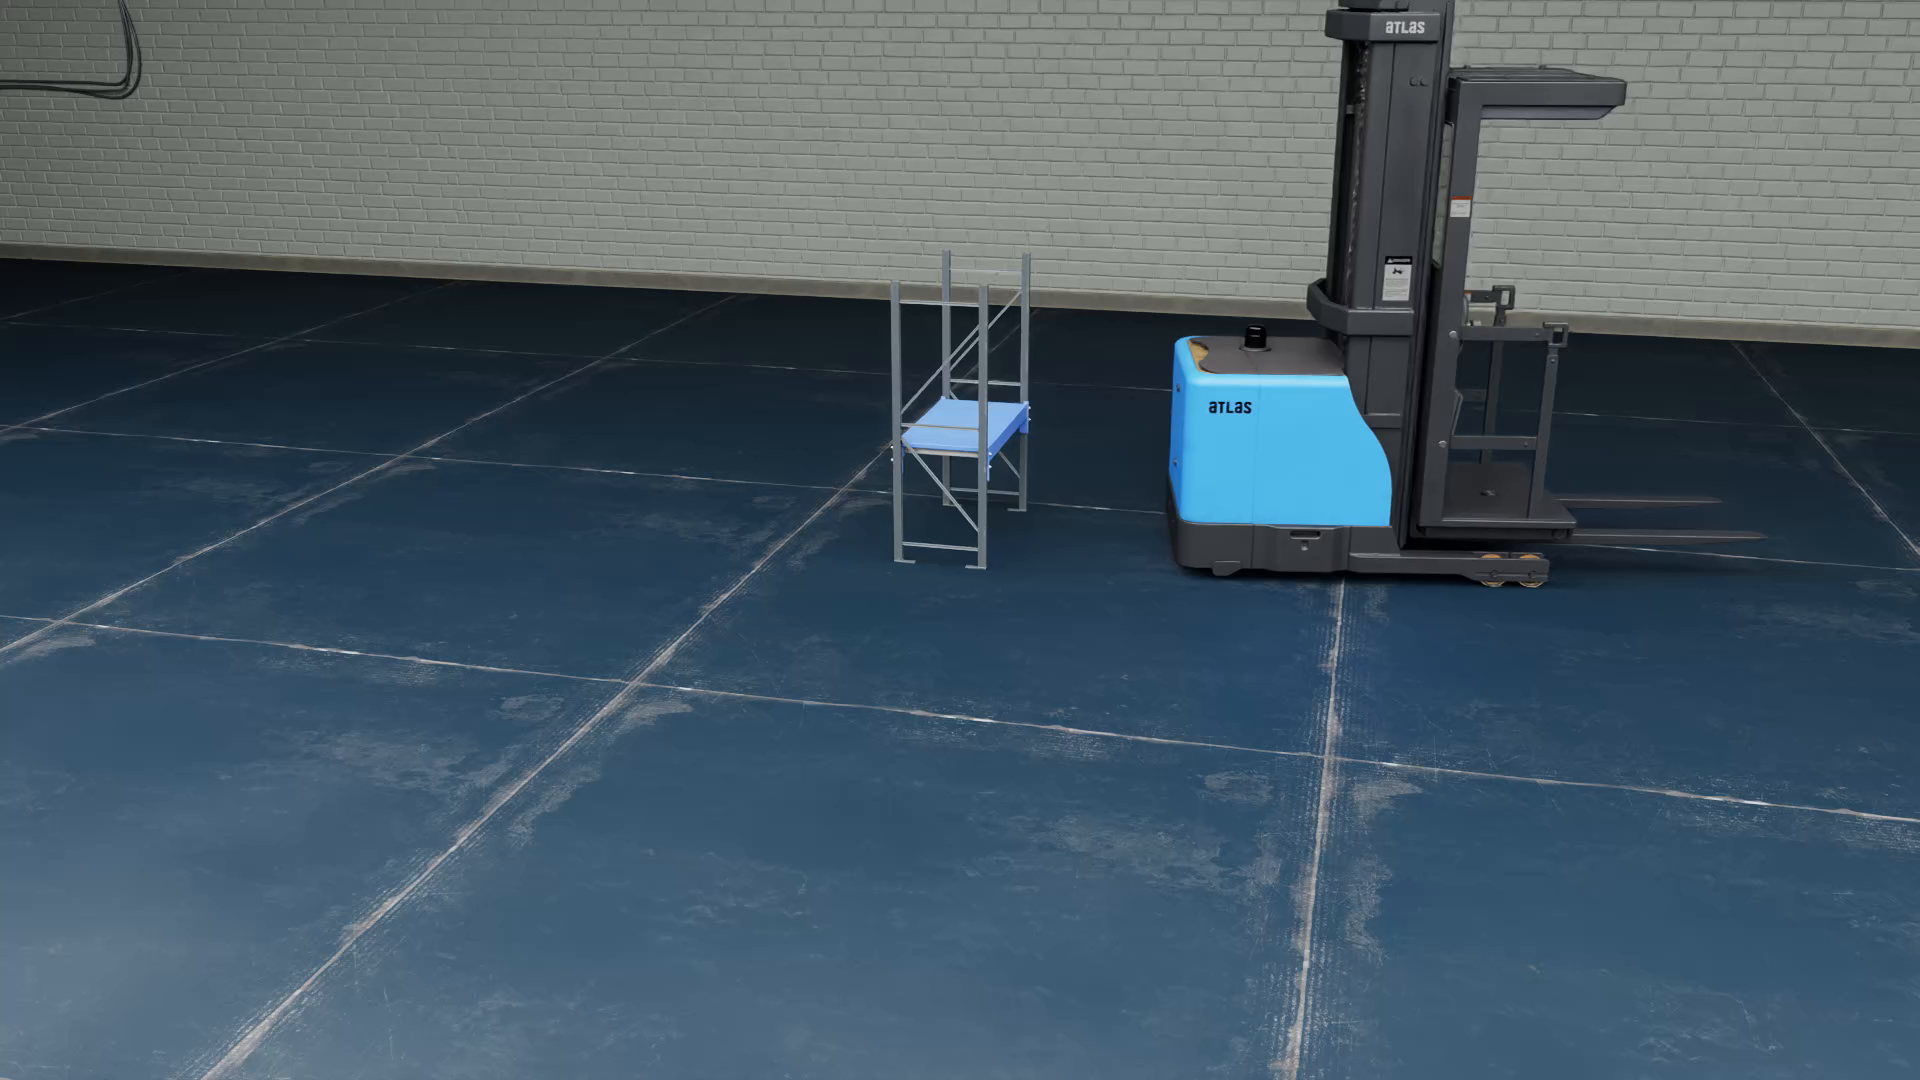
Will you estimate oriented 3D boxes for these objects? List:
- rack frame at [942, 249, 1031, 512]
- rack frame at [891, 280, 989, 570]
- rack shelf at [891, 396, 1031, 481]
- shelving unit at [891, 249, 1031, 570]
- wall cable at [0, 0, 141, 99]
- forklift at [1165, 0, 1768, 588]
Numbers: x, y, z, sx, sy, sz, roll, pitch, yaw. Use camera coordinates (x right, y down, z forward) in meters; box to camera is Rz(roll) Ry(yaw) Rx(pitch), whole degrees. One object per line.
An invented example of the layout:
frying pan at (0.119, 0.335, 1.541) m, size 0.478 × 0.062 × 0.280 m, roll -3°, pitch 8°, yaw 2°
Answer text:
rack frame at (0.145, -0.896, 9.490) m, size 0.500 × 1.500 × 0.032 m, roll 5°, pitch 19°, yaw 13°
rack frame at (-0.103, -0.577, 8.557) m, size 0.500 × 1.500 × 0.032 m, roll 5°, pitch 19°, yaw 13°
rack shelf at (0.021, -0.566, 9.082) m, size 0.538 × 0.185 × 1.000 m, roll 5°, pitch 19°, yaw 13°
shelving unit at (0.021, -0.736, 9.023) m, size 0.538 × 1.500 × 1.048 m, roll 5°, pitch 19°, yaw 13°
wall cable at (-9.920, -5.830, 17.137) m, size 3.097 × 2.526 × 0.112 m, roll 5°, pitch 19°, yaw 13°
forklift at (2.656, -1.321, 8.520) m, size 3.031 × 2.935 × 1.130 m, roll 1°, pitch 19°, yaw 3°
